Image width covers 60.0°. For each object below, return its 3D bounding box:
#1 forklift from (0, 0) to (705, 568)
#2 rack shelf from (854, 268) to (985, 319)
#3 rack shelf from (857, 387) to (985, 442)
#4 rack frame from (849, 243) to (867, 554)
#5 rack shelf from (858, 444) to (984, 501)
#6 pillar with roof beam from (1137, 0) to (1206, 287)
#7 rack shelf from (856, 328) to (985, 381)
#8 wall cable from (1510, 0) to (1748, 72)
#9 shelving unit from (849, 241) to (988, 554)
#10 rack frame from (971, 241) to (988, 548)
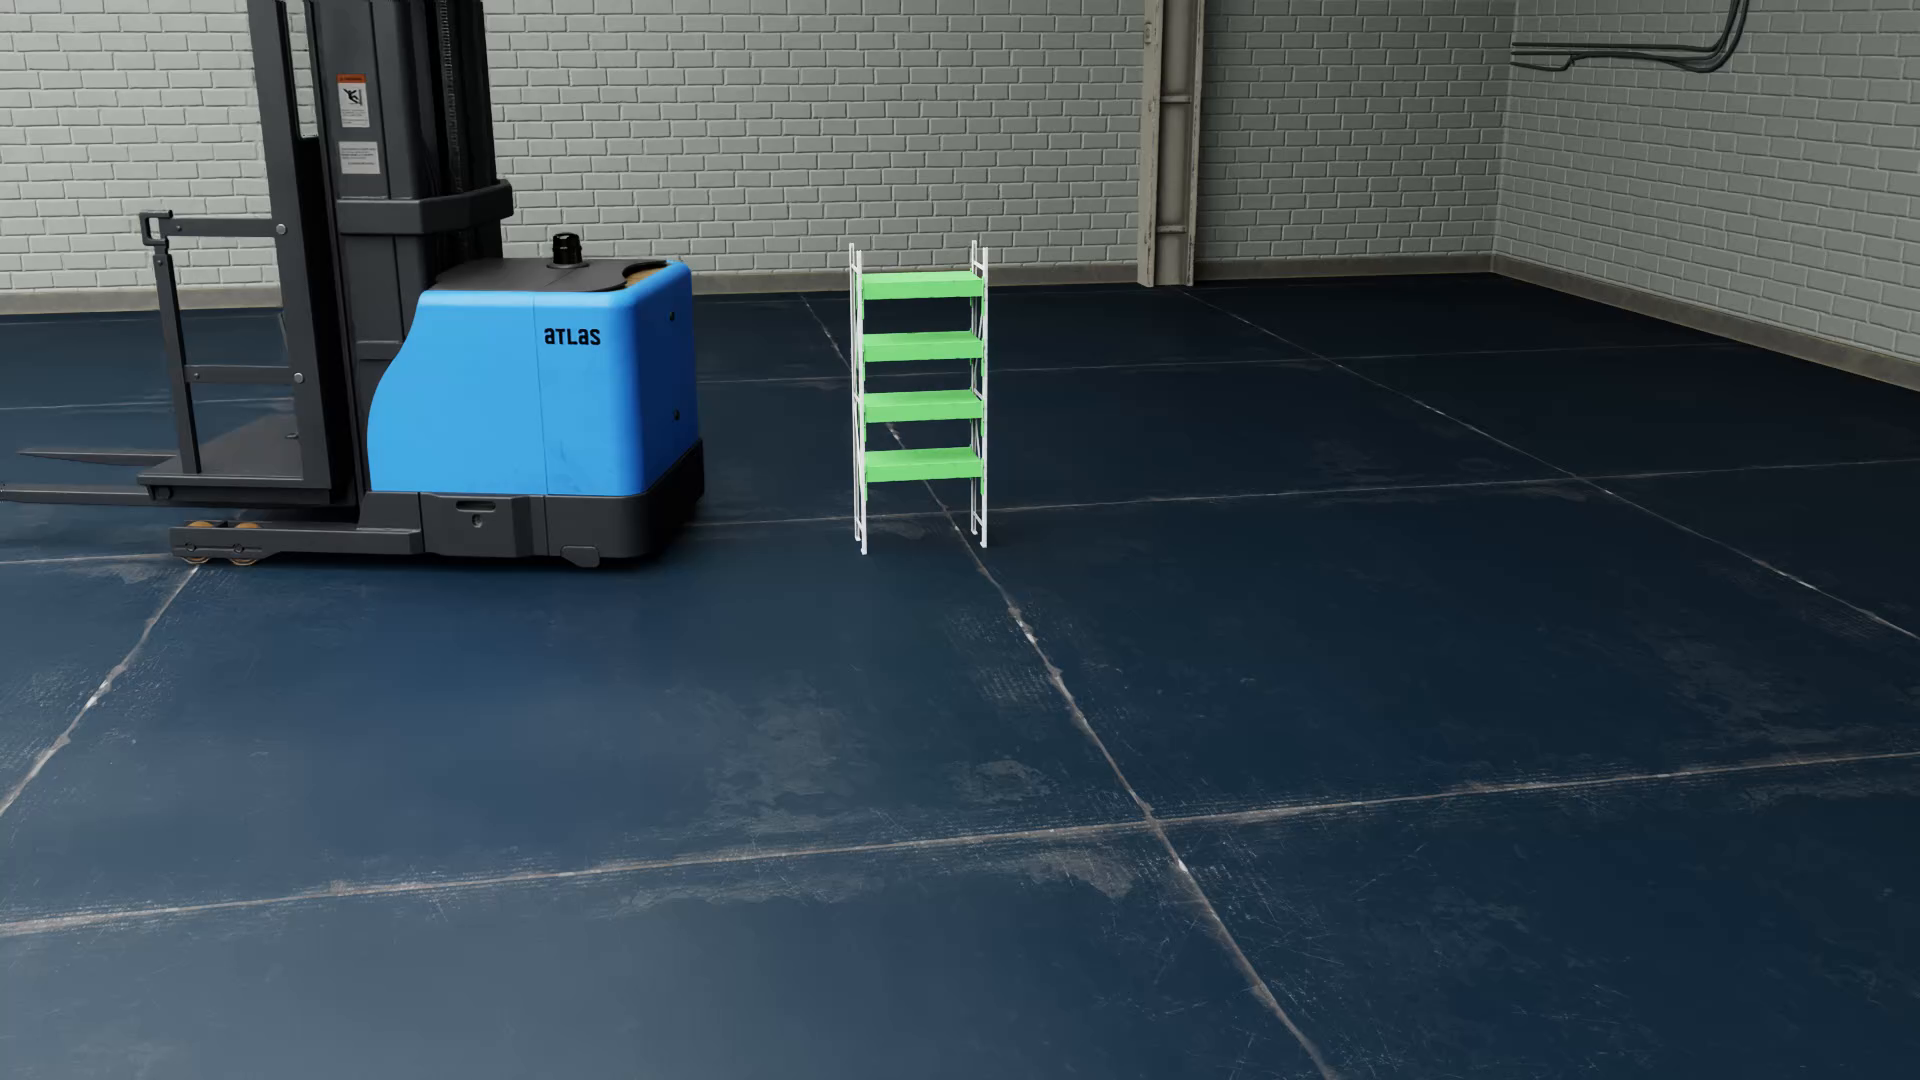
[{"bbox_3d":[-2.658,-1.453,6.550,3.031,2.935,1.130,1,17,5],"label":"forklift"},{"bbox_3d":[-0.163,-0.962,6.483,0.480,0.148,0.258,-3,17,-10],"label":"rack shelf"},{"bbox_3d":[-0.163,-0.503,6.624,0.480,0.148,0.258,-3,17,-10],"label":"rack shelf"},{"bbox_3d":[-0.402,-0.551,6.561,0.015,1.200,0.240,-3,17,-10],"label":"rack frame"},{"bbox_3d":[-0.163,-0.274,6.695,0.480,0.148,0.258,-3,17,-10],"label":"rack shelf"},{"bbox_3d":[2.502,-5.170,8.317,0.400,9.000,9.100,-3,17,-10],"label":"pillar with roof beam"},{"bbox_3d":[-0.163,-0.733,6.554,0.480,0.148,0.258,-3,17,-10],"label":"rack shelf"},{"bbox_3d":[4.829,-4.709,12.106,0.112,2.526,3.097,-3,17,-10],"label":"wall cable"},{"bbox_3d":[-0.163,-0.564,6.606,0.503,1.200,0.258,-3,17,-10],"label":"shelving unit"},{"bbox_3d":[0.077,-0.578,6.650,0.015,1.200,0.240,-3,17,-10],"label":"rack frame"}]
